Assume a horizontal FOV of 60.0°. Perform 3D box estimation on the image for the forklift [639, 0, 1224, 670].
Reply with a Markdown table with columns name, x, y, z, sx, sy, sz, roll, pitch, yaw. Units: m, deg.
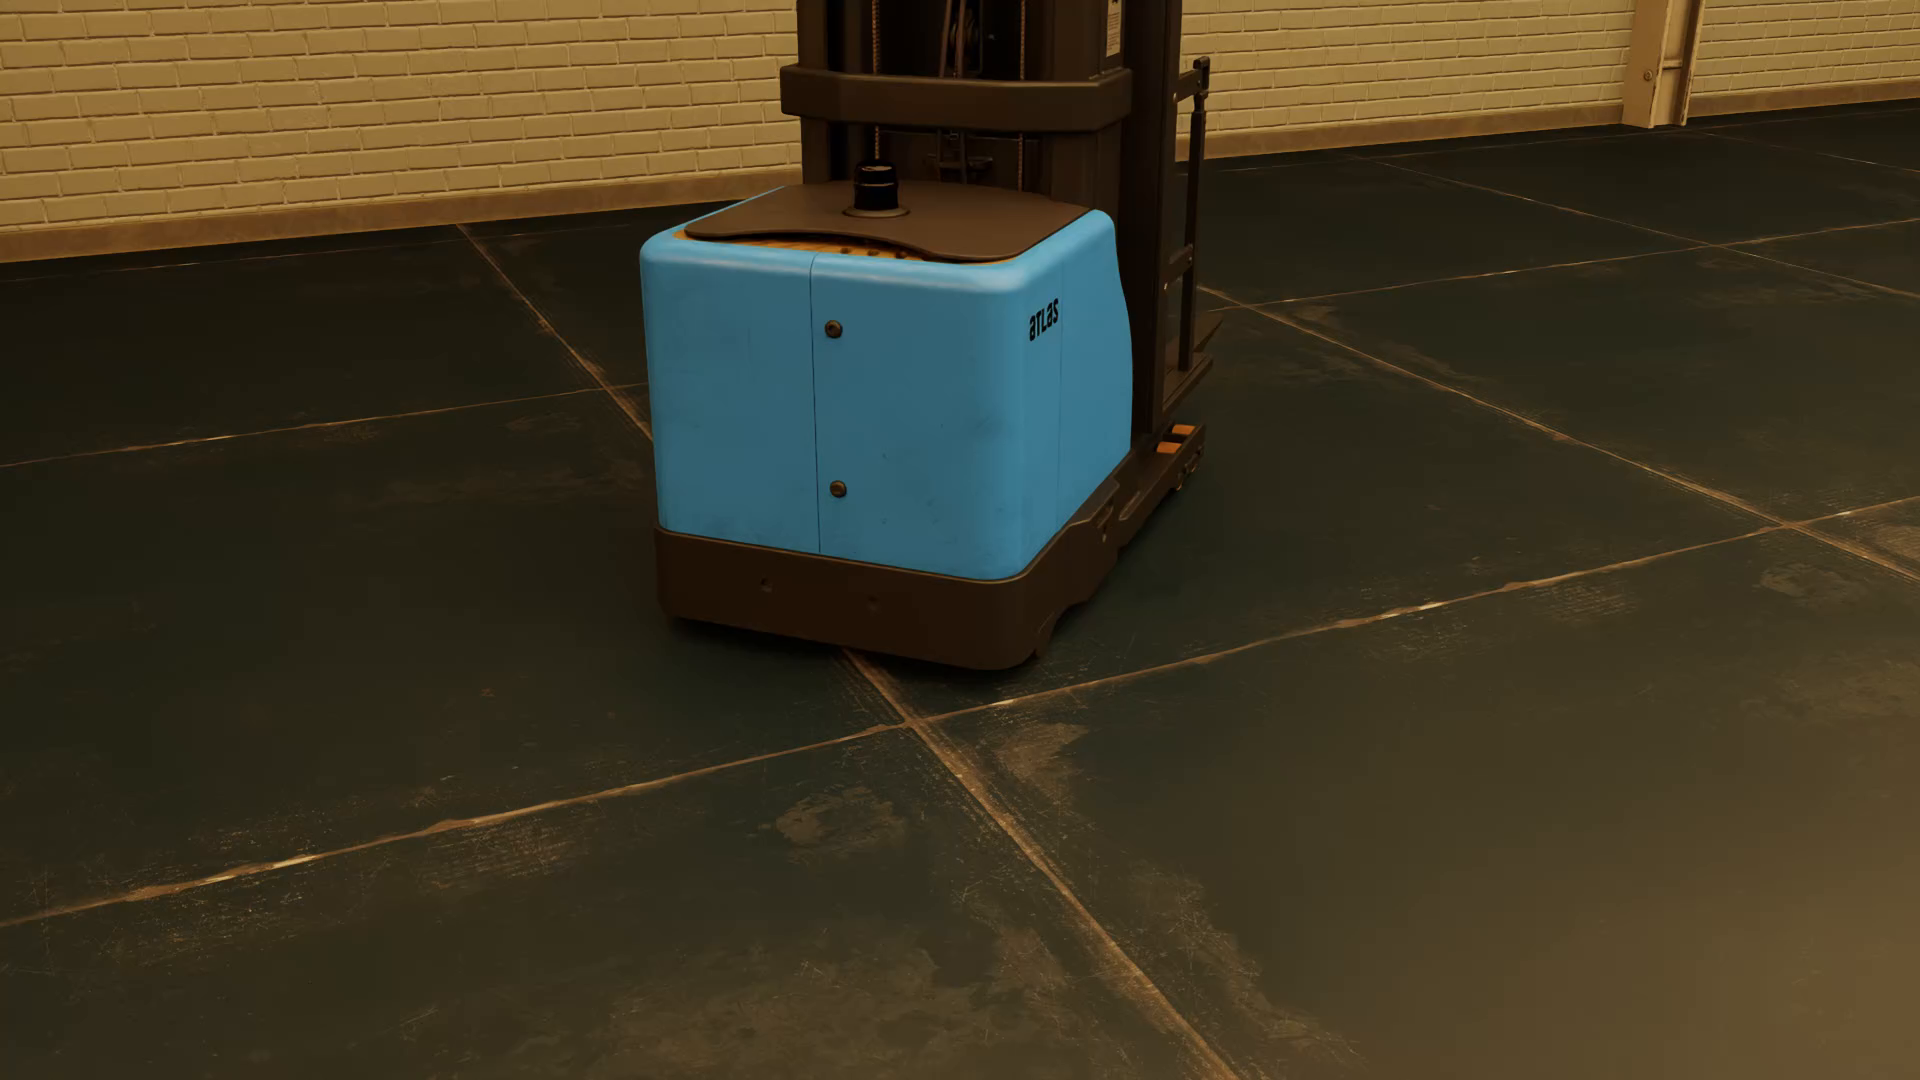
| name | x | y | z | sx | sy | sz | roll | pitch | yaw |
| --- | --- | --- | --- | --- | --- | --- | --- | --- | --- |
| forklift | 0.194 | -1.564 | 5.051 | 1.130 | 2.935 | 3.031 | 9 | 24 | 20 |
